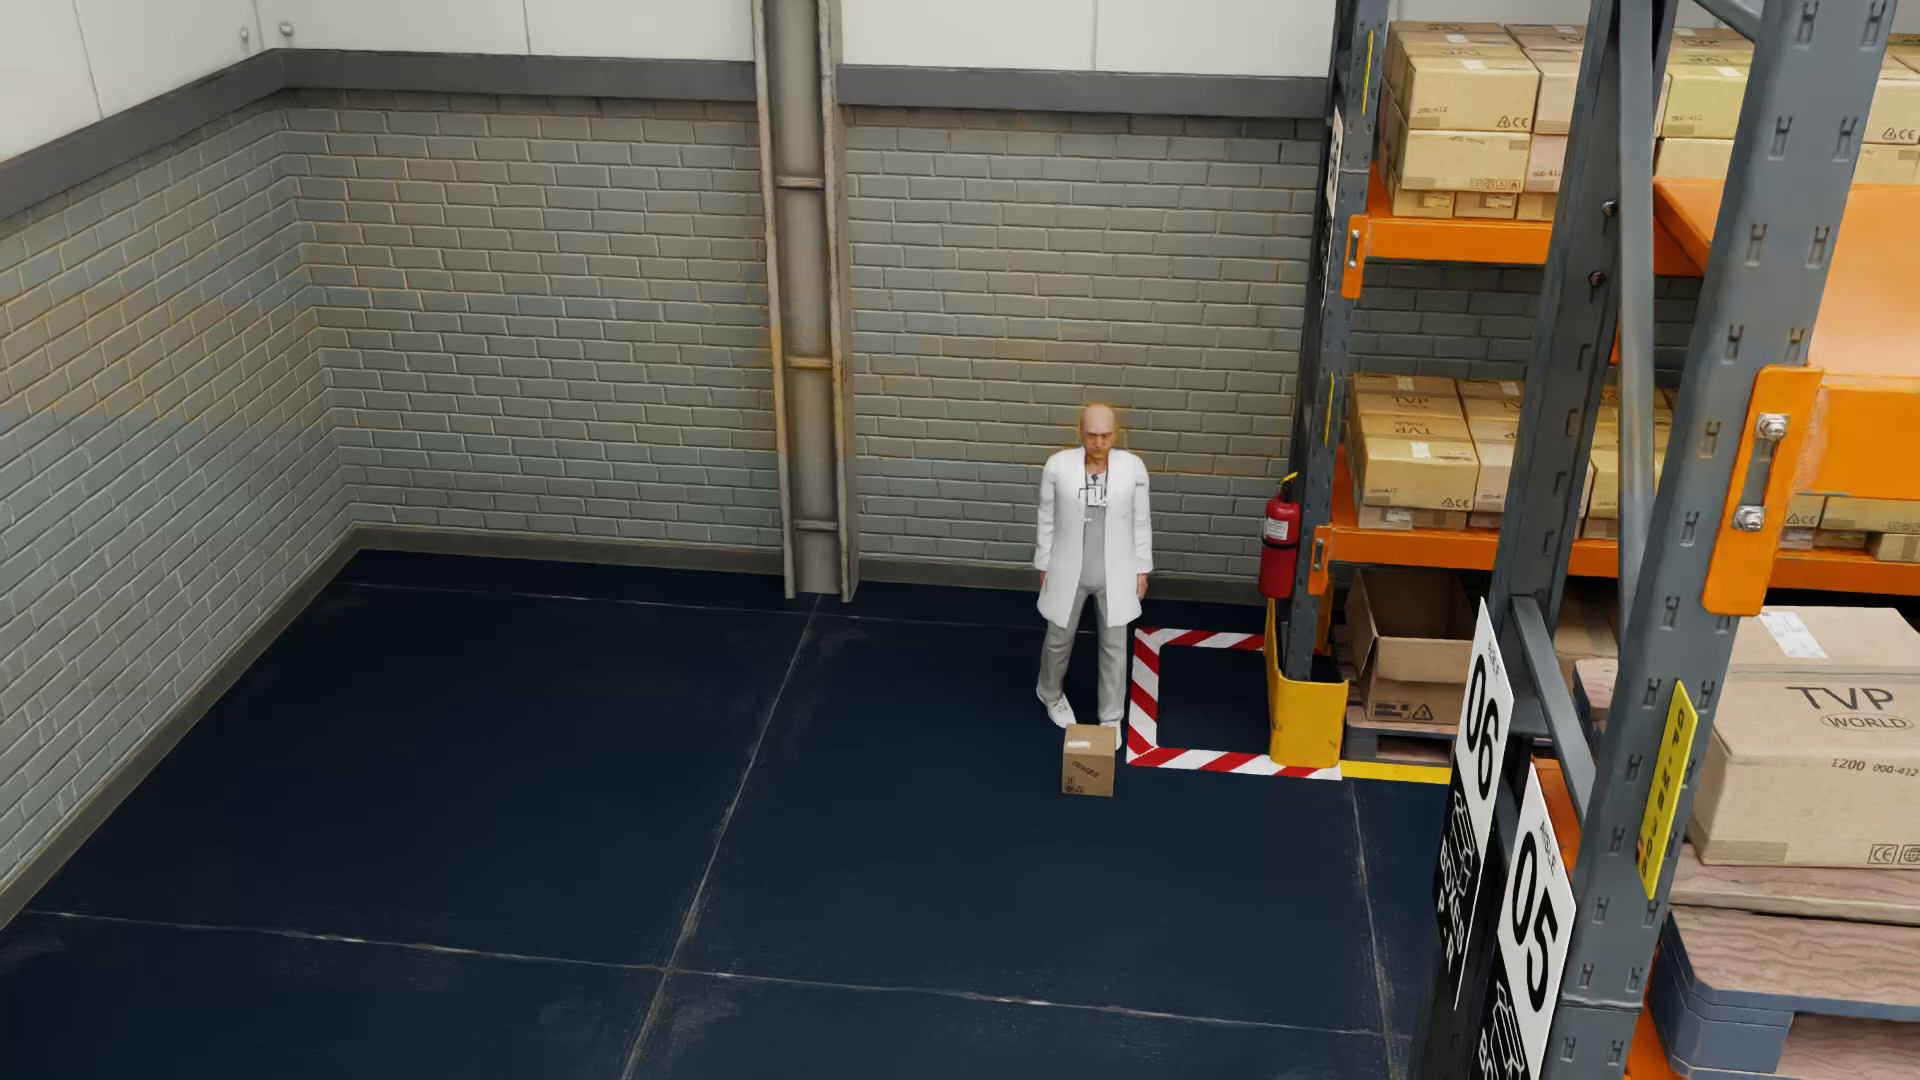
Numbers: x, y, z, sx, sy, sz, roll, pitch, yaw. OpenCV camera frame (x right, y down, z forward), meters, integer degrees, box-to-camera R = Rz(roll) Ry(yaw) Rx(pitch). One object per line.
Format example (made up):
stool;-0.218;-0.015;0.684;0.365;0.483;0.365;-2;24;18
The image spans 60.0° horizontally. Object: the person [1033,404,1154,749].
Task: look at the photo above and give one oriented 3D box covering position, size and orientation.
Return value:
person;0.666;0.192;8.303;0.601;1.810;0.569;1;28;2
